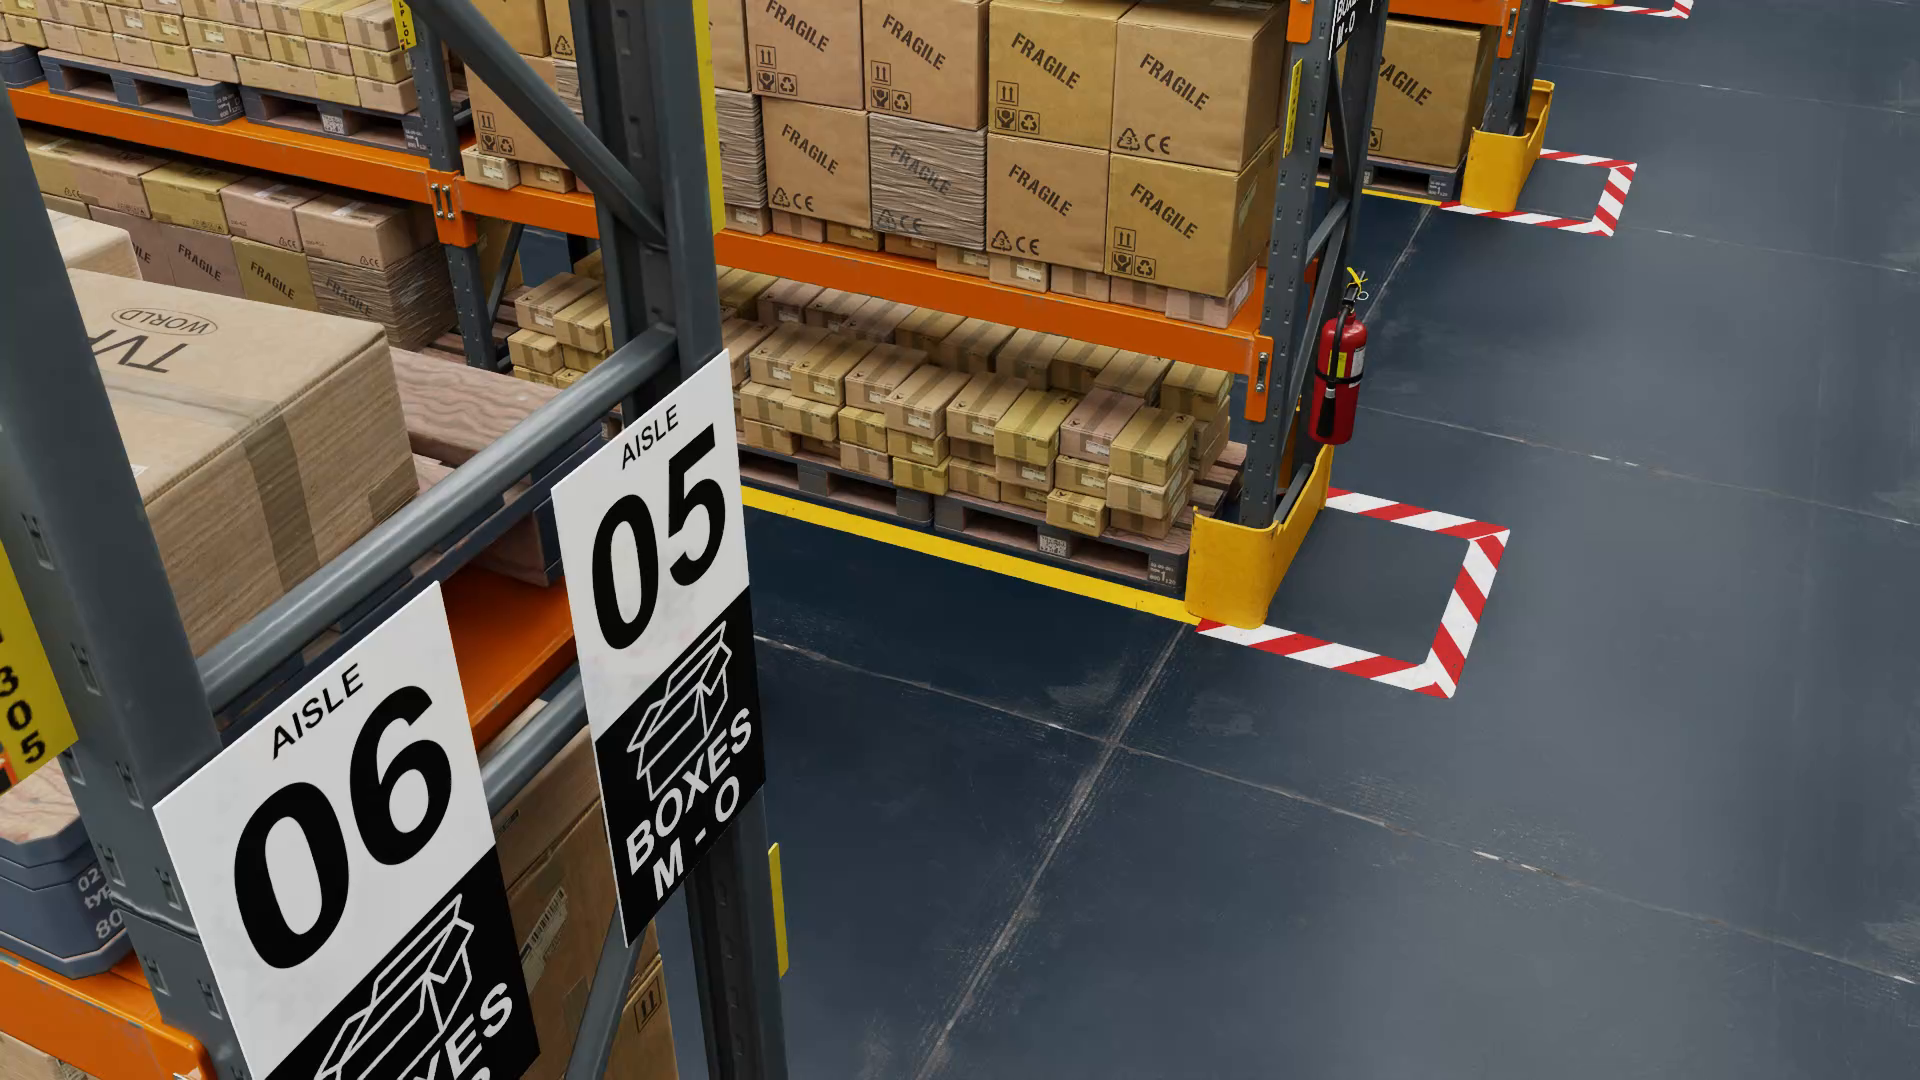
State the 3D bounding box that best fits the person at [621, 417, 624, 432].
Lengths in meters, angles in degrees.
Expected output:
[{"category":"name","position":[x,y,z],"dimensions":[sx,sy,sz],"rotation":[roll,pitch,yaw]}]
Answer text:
[{"category":"person","position":[-1.087,-0.028,6.197],"dimensions":[0.440,1.587,0.461],"rotation":[14,37,20]}]
